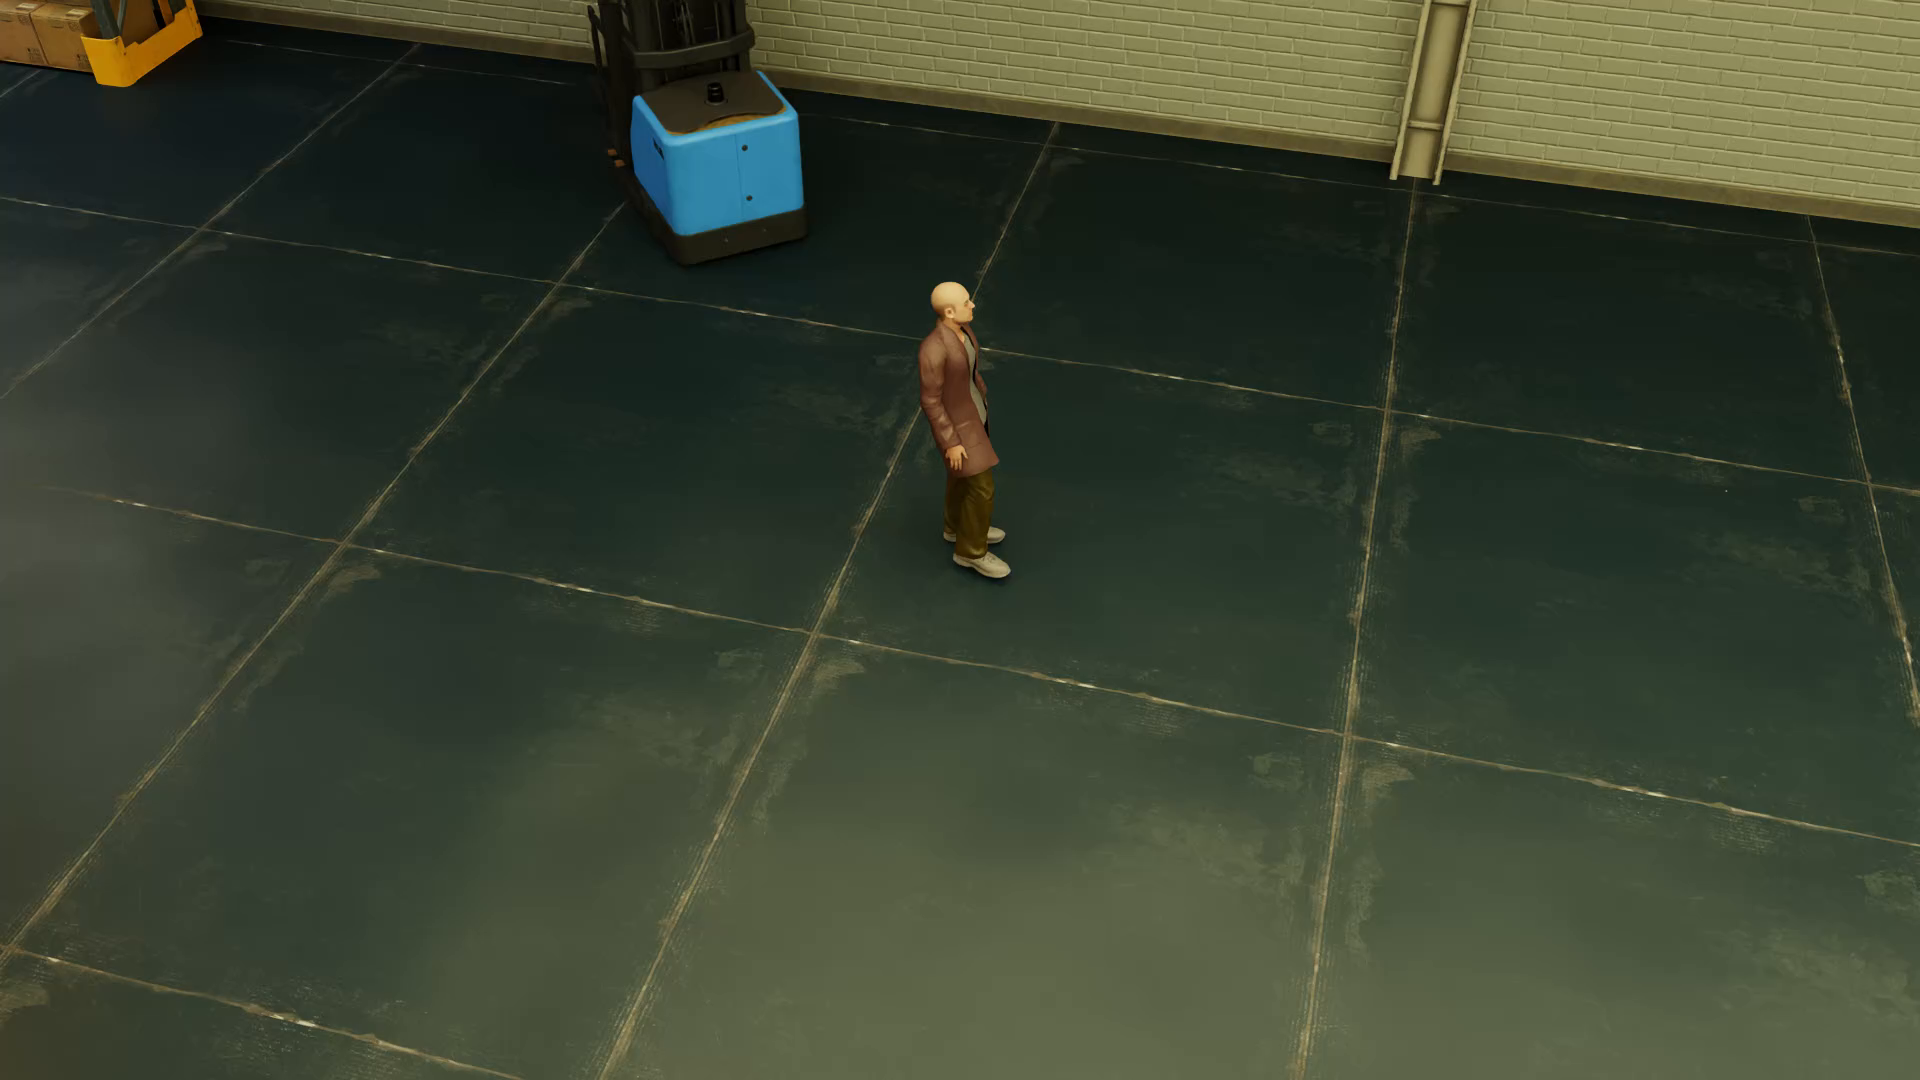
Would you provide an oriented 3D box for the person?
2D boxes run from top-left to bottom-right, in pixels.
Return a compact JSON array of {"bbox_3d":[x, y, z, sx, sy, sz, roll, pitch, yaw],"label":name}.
[{"bbox_3d":[0.087,-0.655,9.473,0.583,1.775,0.696,10,42,11],"label":"person"}]

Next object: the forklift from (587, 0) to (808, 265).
[{"bbox_3d":[-2.246,-4.111,12.551,1.130,2.935,3.031,-18,44,-19],"label":"forklift"}]
